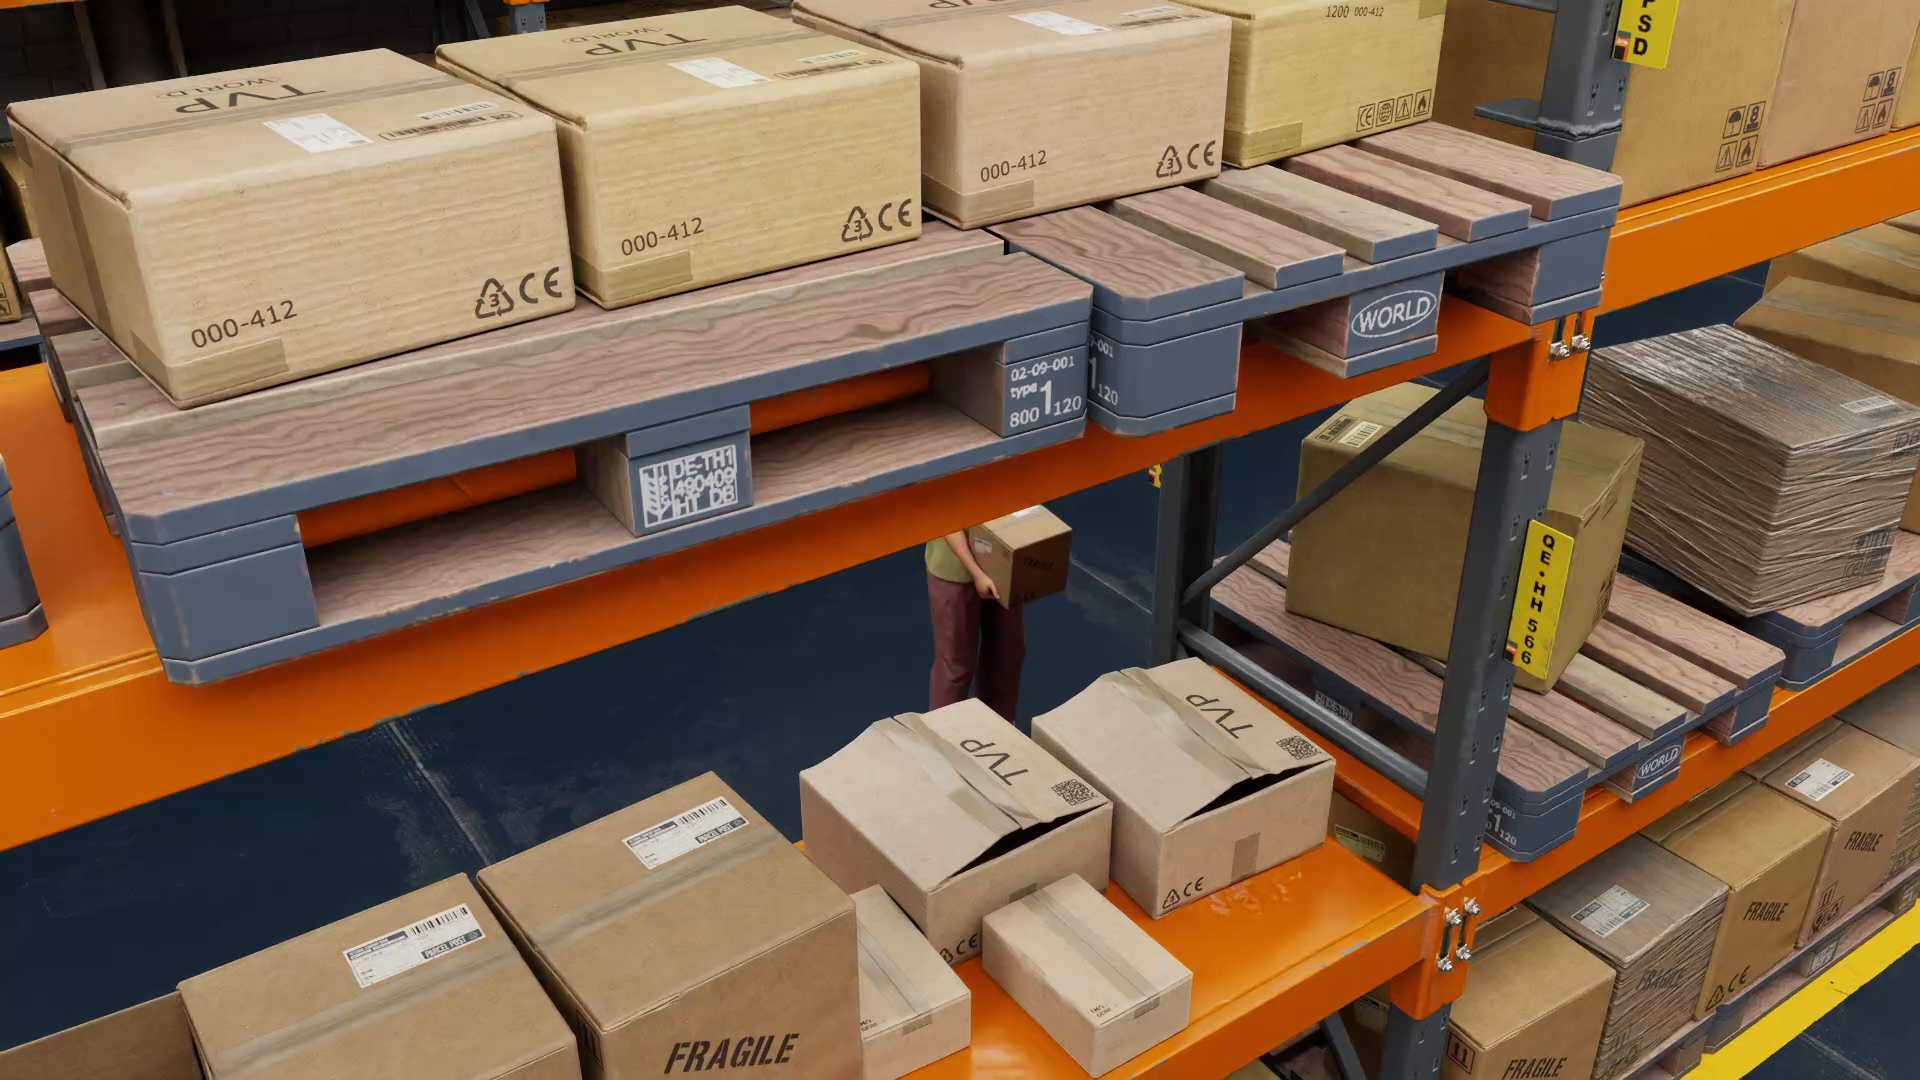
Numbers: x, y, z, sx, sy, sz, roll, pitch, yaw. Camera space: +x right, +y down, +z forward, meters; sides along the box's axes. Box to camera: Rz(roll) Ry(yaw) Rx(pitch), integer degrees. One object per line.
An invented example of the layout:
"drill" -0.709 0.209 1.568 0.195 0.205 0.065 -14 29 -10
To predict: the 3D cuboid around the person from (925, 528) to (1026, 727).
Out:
"person" 0.090 0.122 5.915 0.426 1.662 0.554 -18 34 -30
